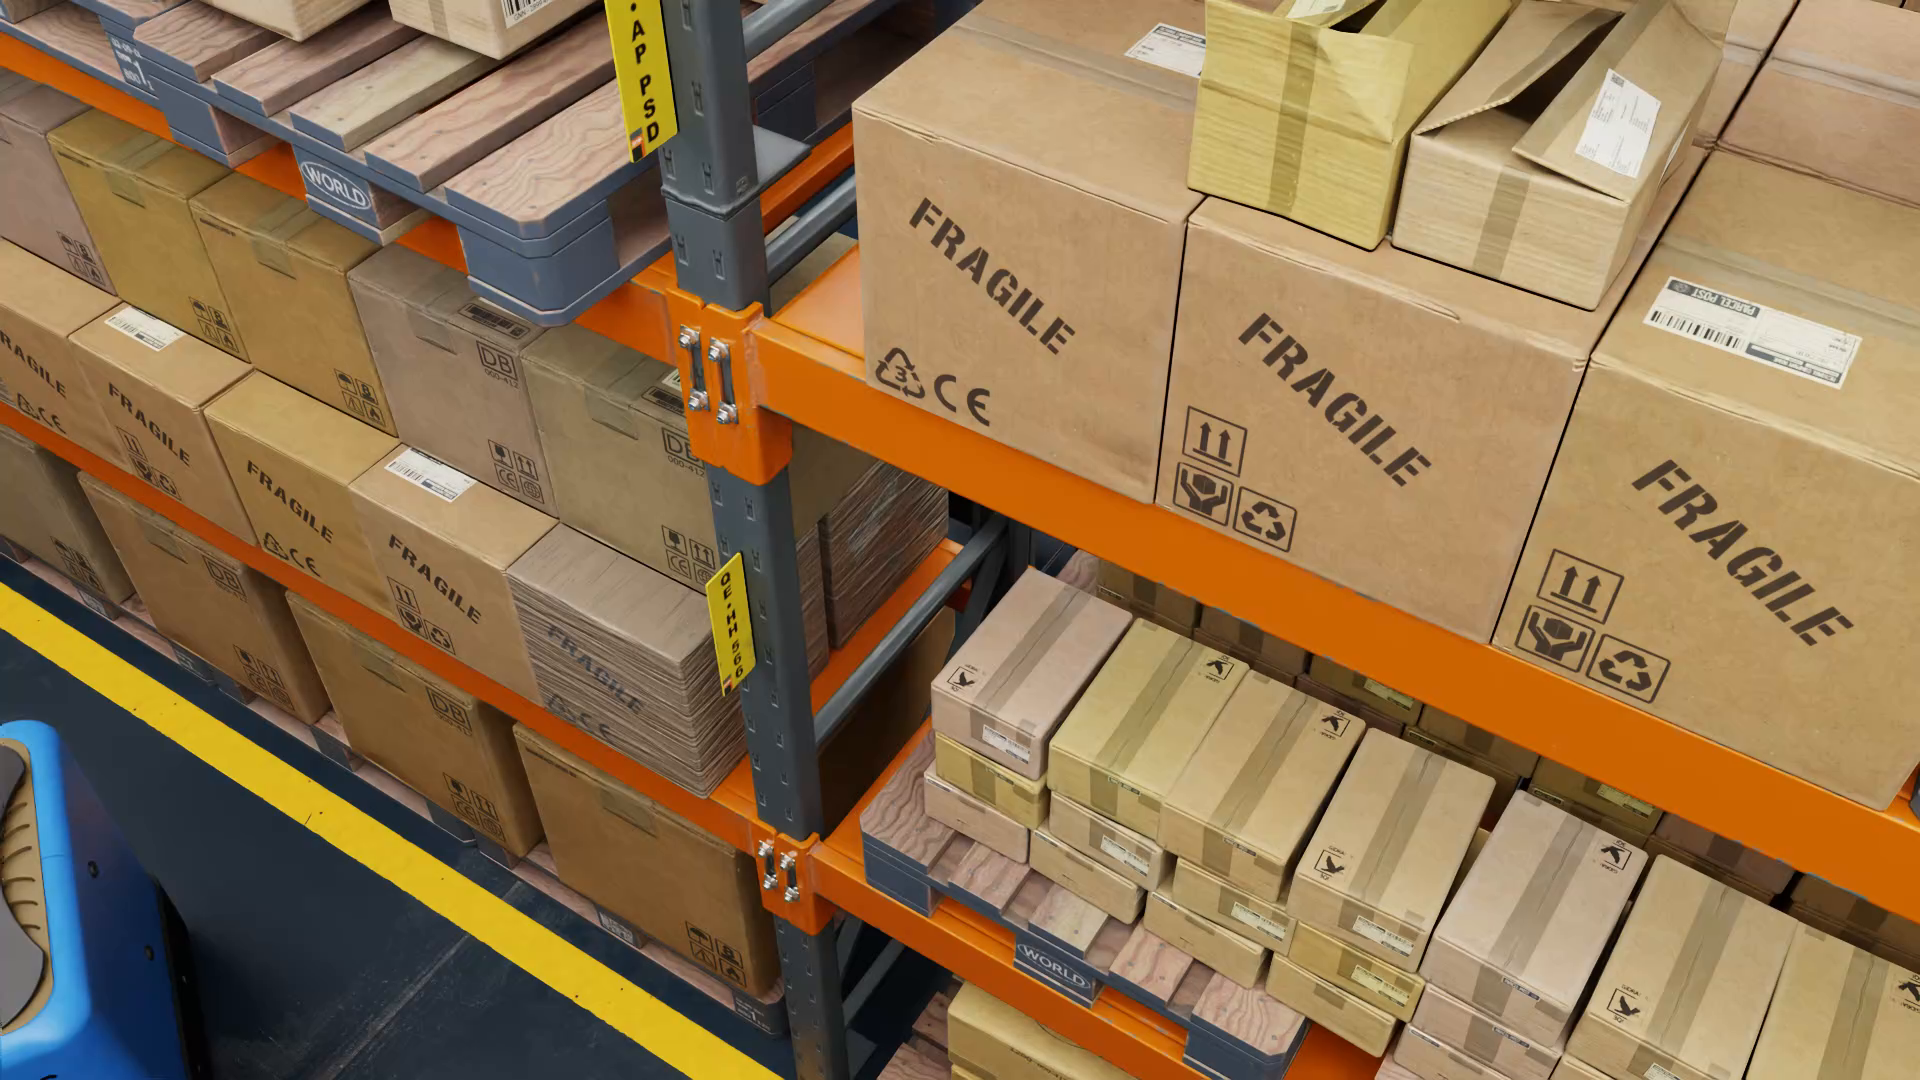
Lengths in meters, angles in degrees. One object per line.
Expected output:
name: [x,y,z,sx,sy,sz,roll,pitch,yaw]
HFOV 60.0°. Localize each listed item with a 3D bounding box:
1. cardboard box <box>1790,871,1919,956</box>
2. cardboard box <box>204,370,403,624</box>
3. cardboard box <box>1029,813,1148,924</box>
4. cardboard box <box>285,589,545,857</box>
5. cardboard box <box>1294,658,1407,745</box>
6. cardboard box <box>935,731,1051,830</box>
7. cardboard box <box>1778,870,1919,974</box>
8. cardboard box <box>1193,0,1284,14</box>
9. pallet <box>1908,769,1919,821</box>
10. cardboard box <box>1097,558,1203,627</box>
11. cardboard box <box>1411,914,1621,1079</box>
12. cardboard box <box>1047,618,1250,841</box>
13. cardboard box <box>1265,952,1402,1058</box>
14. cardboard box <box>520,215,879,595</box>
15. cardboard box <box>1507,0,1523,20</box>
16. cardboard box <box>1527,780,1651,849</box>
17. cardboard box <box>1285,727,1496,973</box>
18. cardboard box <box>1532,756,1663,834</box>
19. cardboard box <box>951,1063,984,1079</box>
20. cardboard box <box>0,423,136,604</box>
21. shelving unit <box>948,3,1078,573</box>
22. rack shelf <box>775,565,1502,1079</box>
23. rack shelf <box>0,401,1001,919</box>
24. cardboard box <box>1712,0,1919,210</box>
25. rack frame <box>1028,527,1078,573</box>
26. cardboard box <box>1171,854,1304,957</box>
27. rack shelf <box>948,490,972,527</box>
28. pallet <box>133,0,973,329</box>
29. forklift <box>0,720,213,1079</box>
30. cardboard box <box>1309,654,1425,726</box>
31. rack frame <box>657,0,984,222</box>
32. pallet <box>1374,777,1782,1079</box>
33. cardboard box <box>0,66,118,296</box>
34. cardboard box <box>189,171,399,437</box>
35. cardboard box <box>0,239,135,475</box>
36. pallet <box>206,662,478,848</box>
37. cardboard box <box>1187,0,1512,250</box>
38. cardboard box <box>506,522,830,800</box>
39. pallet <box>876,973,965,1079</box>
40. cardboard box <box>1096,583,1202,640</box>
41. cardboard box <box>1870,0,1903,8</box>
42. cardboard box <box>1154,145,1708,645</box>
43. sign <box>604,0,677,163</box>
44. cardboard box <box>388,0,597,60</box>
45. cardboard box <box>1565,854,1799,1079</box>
cardboard box: [1.825,0.585,3.265,0.250,0.149,0.380,24,50,21]
cardboard box: [-1.505,-0.201,4.284,0.500,0.500,0.500,24,50,21]
cardboard box: [0.353,0.574,3.483,0.250,0.149,0.380,27,52,24]
cardboard box: [-1.342,0.244,5.197,0.750,0.750,1.050,25,51,23]
cardboard box: [0.947,0.285,3.764,0.250,0.149,0.380,26,51,23]
cardboard box: [0.158,0.379,3.465,0.250,0.149,0.380,27,52,24]
cardboard box: [1.831,0.691,3.369,0.250,0.149,0.380,23,50,20]
cardboard box: [0.477,-0.779,2.754,0.500,0.500,0.500,25,51,22]
pallet: [1.889,0.099,2.102,1.003,0.211,1.213,25,51,22]
cardboard box: [0.521,-0.013,3.846,0.250,0.149,0.380,26,51,23]
cardboard box: [1.035,0.779,3.077,0.250,0.149,0.380,25,51,22]
cardboard box: [0.371,0.366,3.271,0.250,0.149,0.380,23,50,21]
cardboard box: [0.808,0.781,3.282,0.250,0.149,0.380,27,52,24]
cardboard box: [-0.513,-0.330,3.712,0.500,0.500,0.700,24,51,22]
cardboard box: [0.780,-0.924,2.362,0.258,0.266,0.396,25,51,22]
cardboard box: [1.383,0.487,3.568,0.250,0.149,0.380,23,50,20]
cardboard box: [0.798,0.566,3.076,0.250,0.149,0.380,23,50,21]
cardboard box: [1.388,0.385,3.459,0.250,0.149,0.380,24,51,22]
cardboard box: [0.317,1.386,4.262,0.500,0.500,0.500,23,50,21]
cardboard box: [-2.937,-0.492,5.912,0.750,0.750,1.050,24,51,22]
shelving unit: [0.139,-0.668,5.435,0.503,2.100,0.431,25,51,22]
rack shelf: [1.543,1.258,3.437,4.000,0.370,1.077,25,51,22]
rack shelf: [-1.824,-0.290,4.942,4.000,0.370,1.077,25,51,22]
cardboard box: [1.324,-0.397,2.383,0.500,0.500,0.500,25,51,22]
rack frame: [0.345,-0.573,5.343,0.015,2.100,0.400,25,51,22]
cardboard box: [0.614,0.584,3.266,0.250,0.149,0.380,23,50,21]
rack shelf: [0.139,-0.170,5.946,0.480,0.518,0.431,25,51,22]
pallet: [-0.711,-0.963,3.135,1.003,0.211,1.213,27,52,24]
forklift: [-3.517,0.939,3.294,3.031,2.935,1.130,-19,49,-17]
cardboard box: [0.969,0.190,3.649,0.250,0.149,0.380,26,51,23]
rack frame: [-0.141,-1.857,1.780,0.127,3.000,1.000,25,51,22]
pallet: [1.548,1.042,3.280,1.213,0.211,1.003,25,51,22]
cardboard box: [-2.227,-1.116,4.476,0.500,0.500,0.700,25,51,22]
cardboard box: [-1.373,-0.722,4.093,0.500,0.500,0.700,24,50,22]
cardboard box: [-2.366,-0.594,4.666,0.500,0.500,0.500,24,51,22]
pallet: [-1.786,0.381,5.732,1.213,0.211,1.003,25,51,22]
cardboard box: [0.485,-0.591,2.038,0.258,0.266,0.396,25,51,22]
cardboard box: [-0.665,0.186,3.908,0.500,0.500,0.500,25,51,22]
pallet: [0.516,1.509,4.637,1.213,0.211,1.003,25,51,22]
cardboard box: [0.523,0.088,3.955,0.250,0.149,0.380,26,51,23]
cardboard box: [3.320,-2.206,6.232,0.500,0.500,0.500,23,50,21]
cardboard box: [0.621,-0.276,2.265,0.500,0.500,0.500,25,51,22]
sign: [-0.447,-0.688,2.320,0.005,0.325,0.100,25,51,22]
cardboard box: [-0.764,-1.011,2.850,0.250,0.166,0.380,25,51,22]
cardboard box: [1.251,0.771,2.877,0.250,0.149,0.380,26,51,23]
